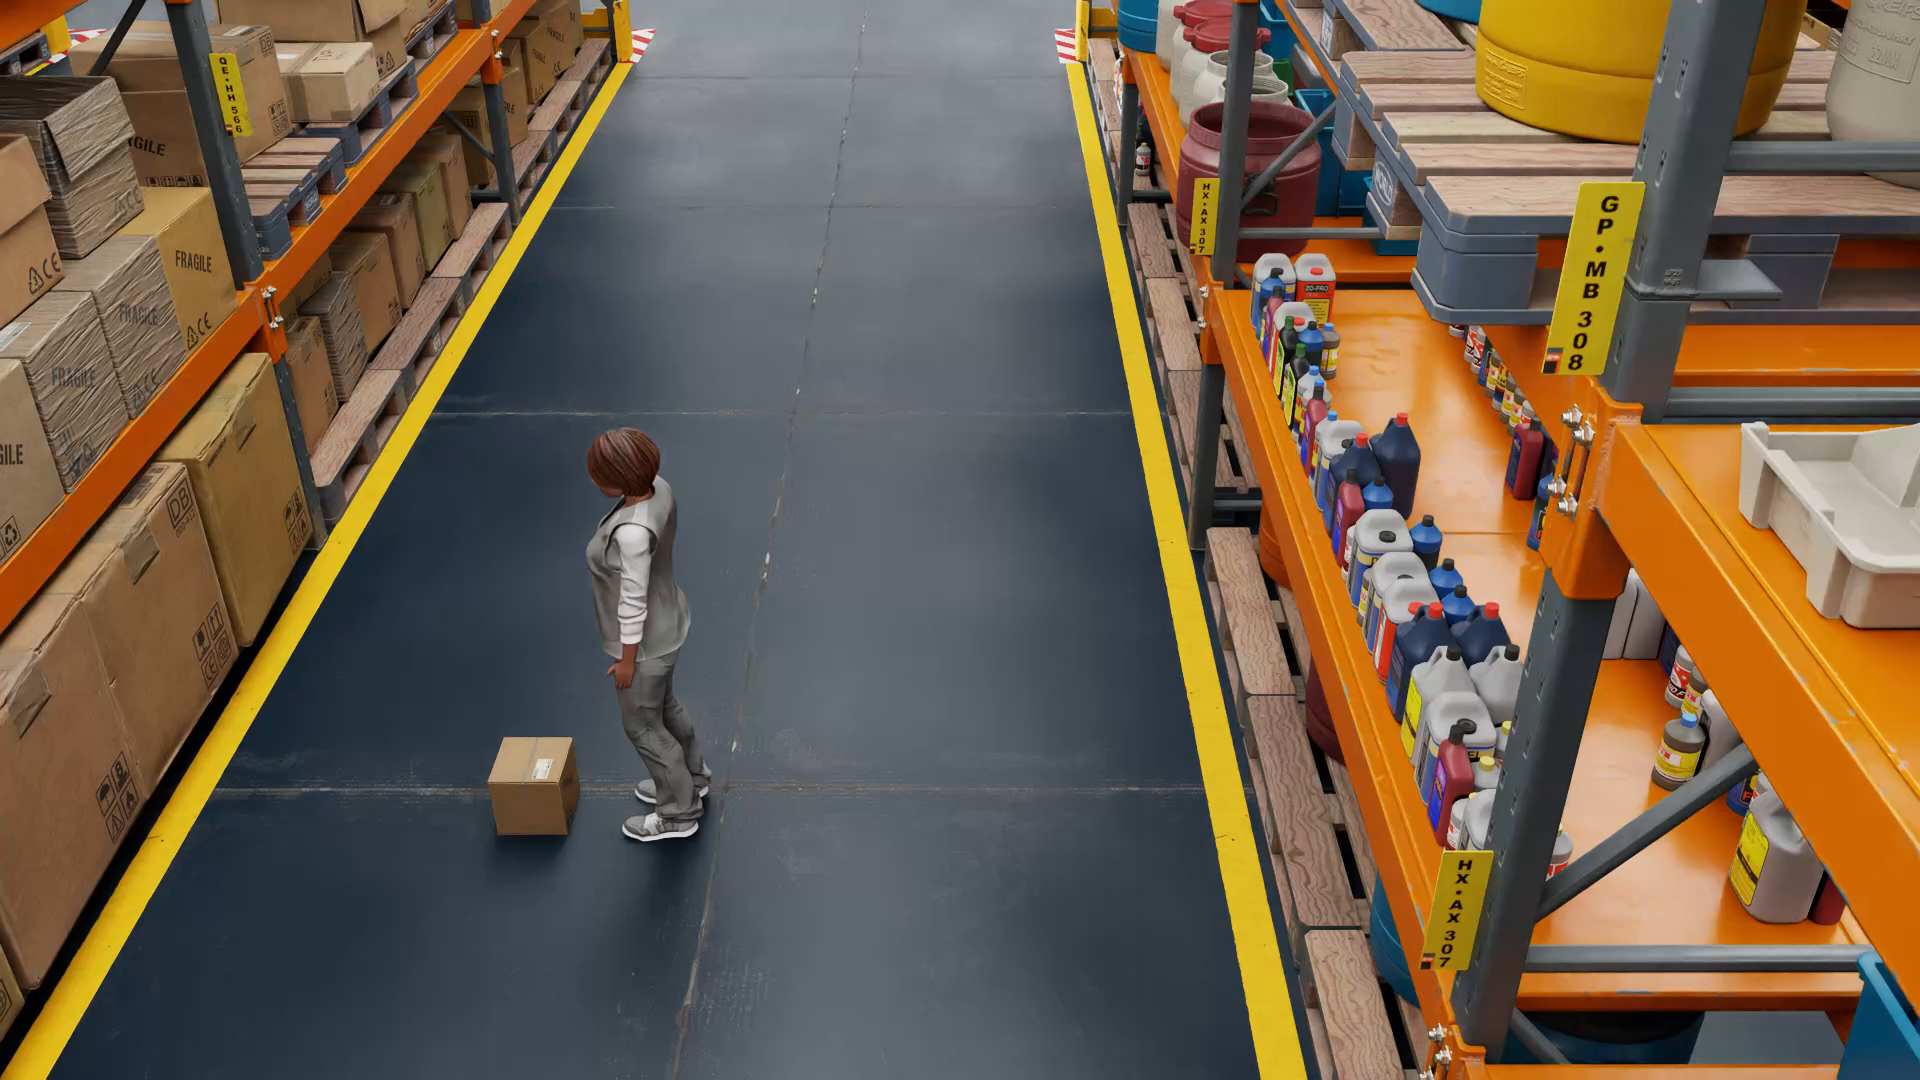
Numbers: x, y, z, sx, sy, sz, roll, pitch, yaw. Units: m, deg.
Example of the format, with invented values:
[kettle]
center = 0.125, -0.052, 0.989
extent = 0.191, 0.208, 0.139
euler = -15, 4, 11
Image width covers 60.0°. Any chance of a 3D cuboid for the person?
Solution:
[person]
center = -1.059, 0.338, 5.616
extent = 0.304, 1.593, 0.407
euler = 1, 32, 1
